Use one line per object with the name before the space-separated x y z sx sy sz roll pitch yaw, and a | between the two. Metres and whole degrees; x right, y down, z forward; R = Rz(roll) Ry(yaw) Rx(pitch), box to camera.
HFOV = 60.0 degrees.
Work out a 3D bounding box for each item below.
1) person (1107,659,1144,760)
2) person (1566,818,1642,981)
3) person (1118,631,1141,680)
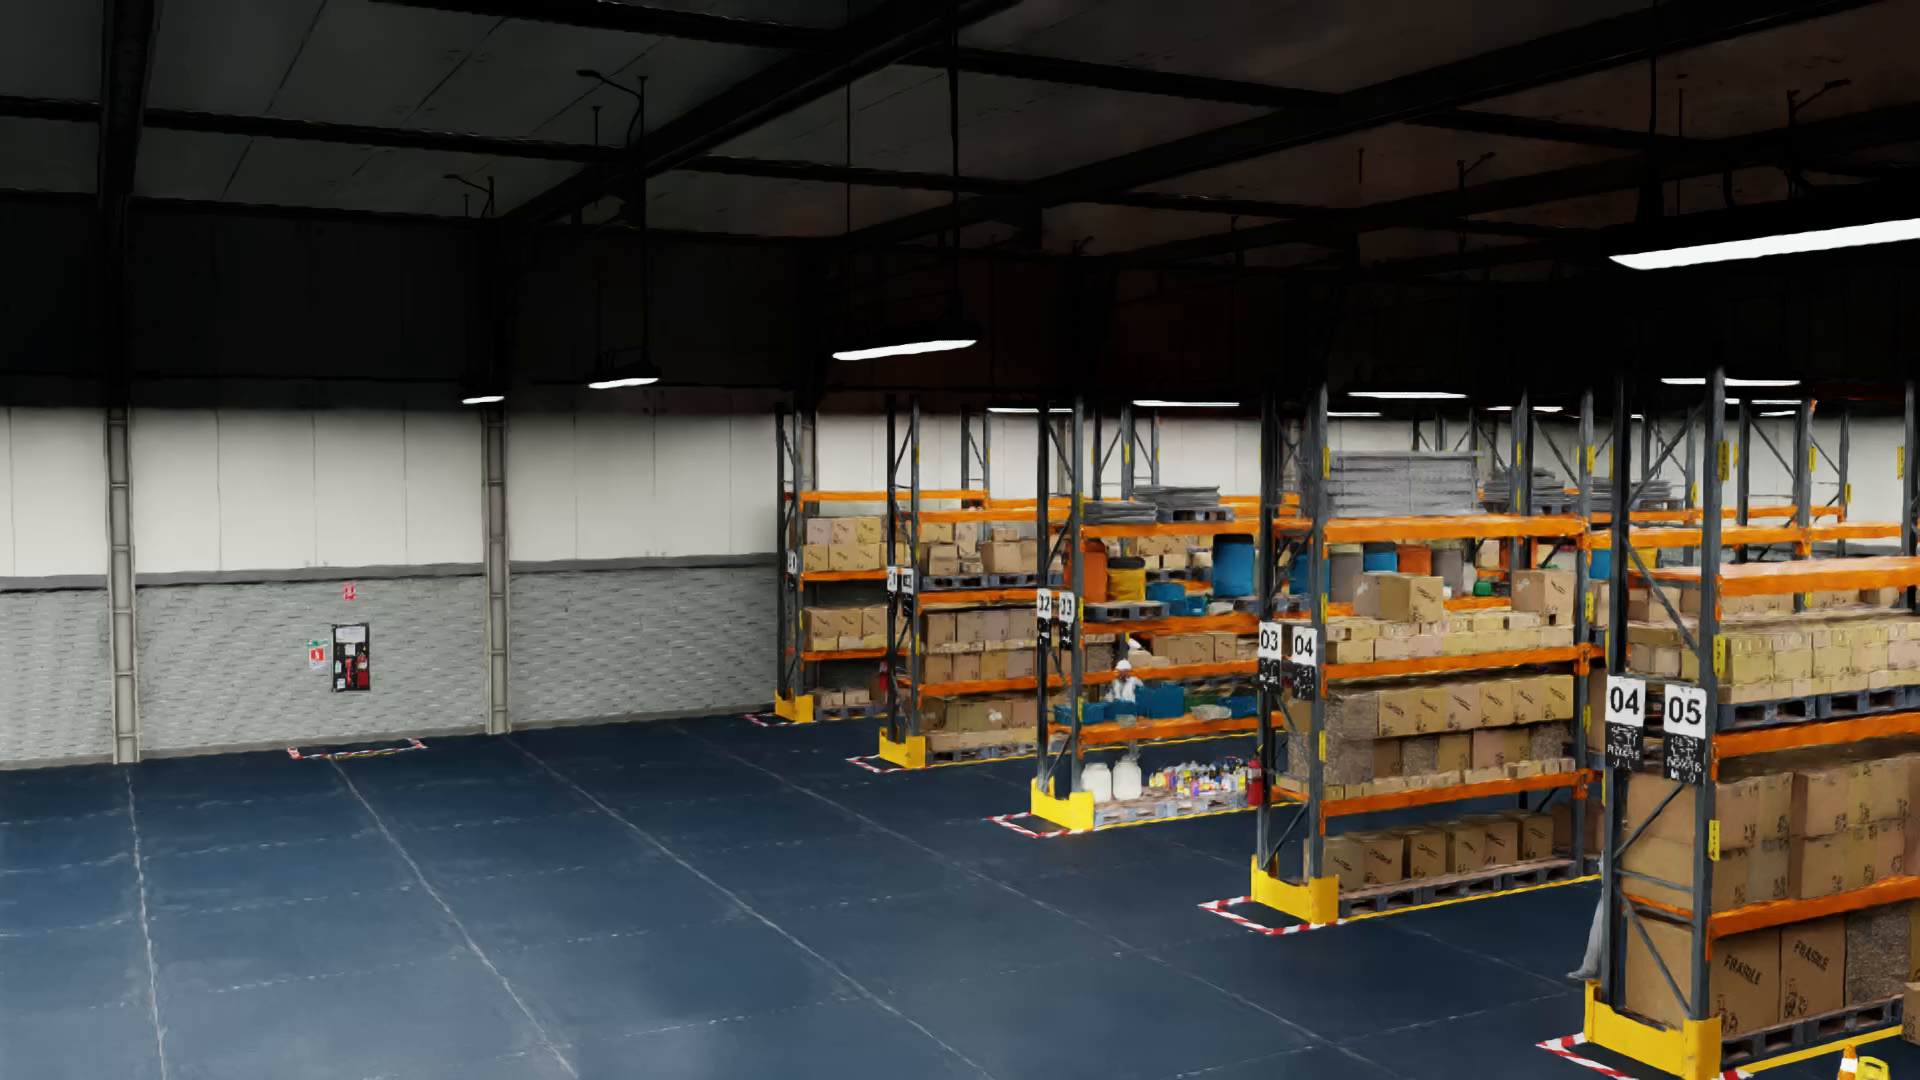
person | 2.754 2.774 26.983 0.688 1.710 0.825 3 5 45
person | 6.360 3.447 15.994 1.091 1.587 0.445 -2 4 -30
person | 3.349 2.520 32.673 0.575 1.611 0.625 -2 4 -29
